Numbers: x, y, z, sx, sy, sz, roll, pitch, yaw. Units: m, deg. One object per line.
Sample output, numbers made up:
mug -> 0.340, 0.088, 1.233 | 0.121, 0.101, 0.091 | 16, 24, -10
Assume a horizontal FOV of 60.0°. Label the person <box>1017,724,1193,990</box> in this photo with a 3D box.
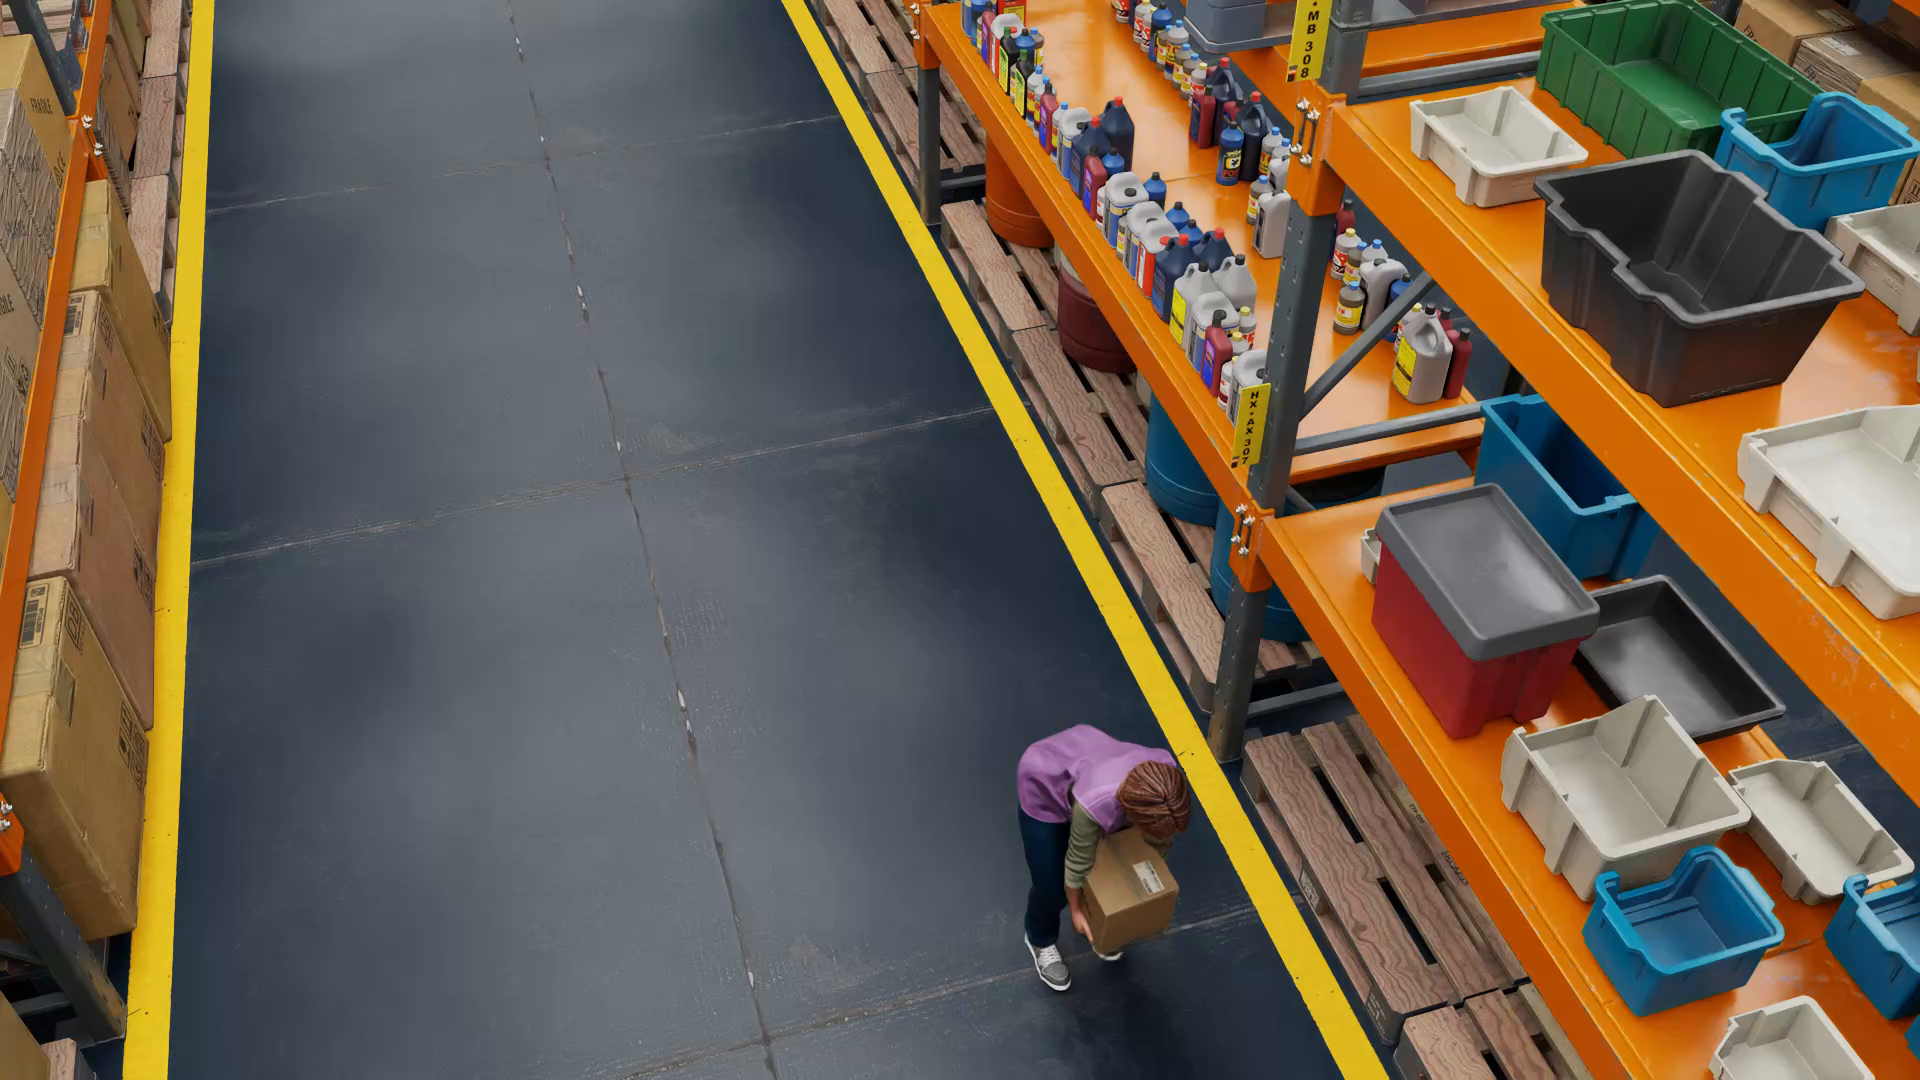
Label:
person -> 0.444, 1.012, 5.257 | 0.373, 1.356, 0.736 | -19, 46, -19
